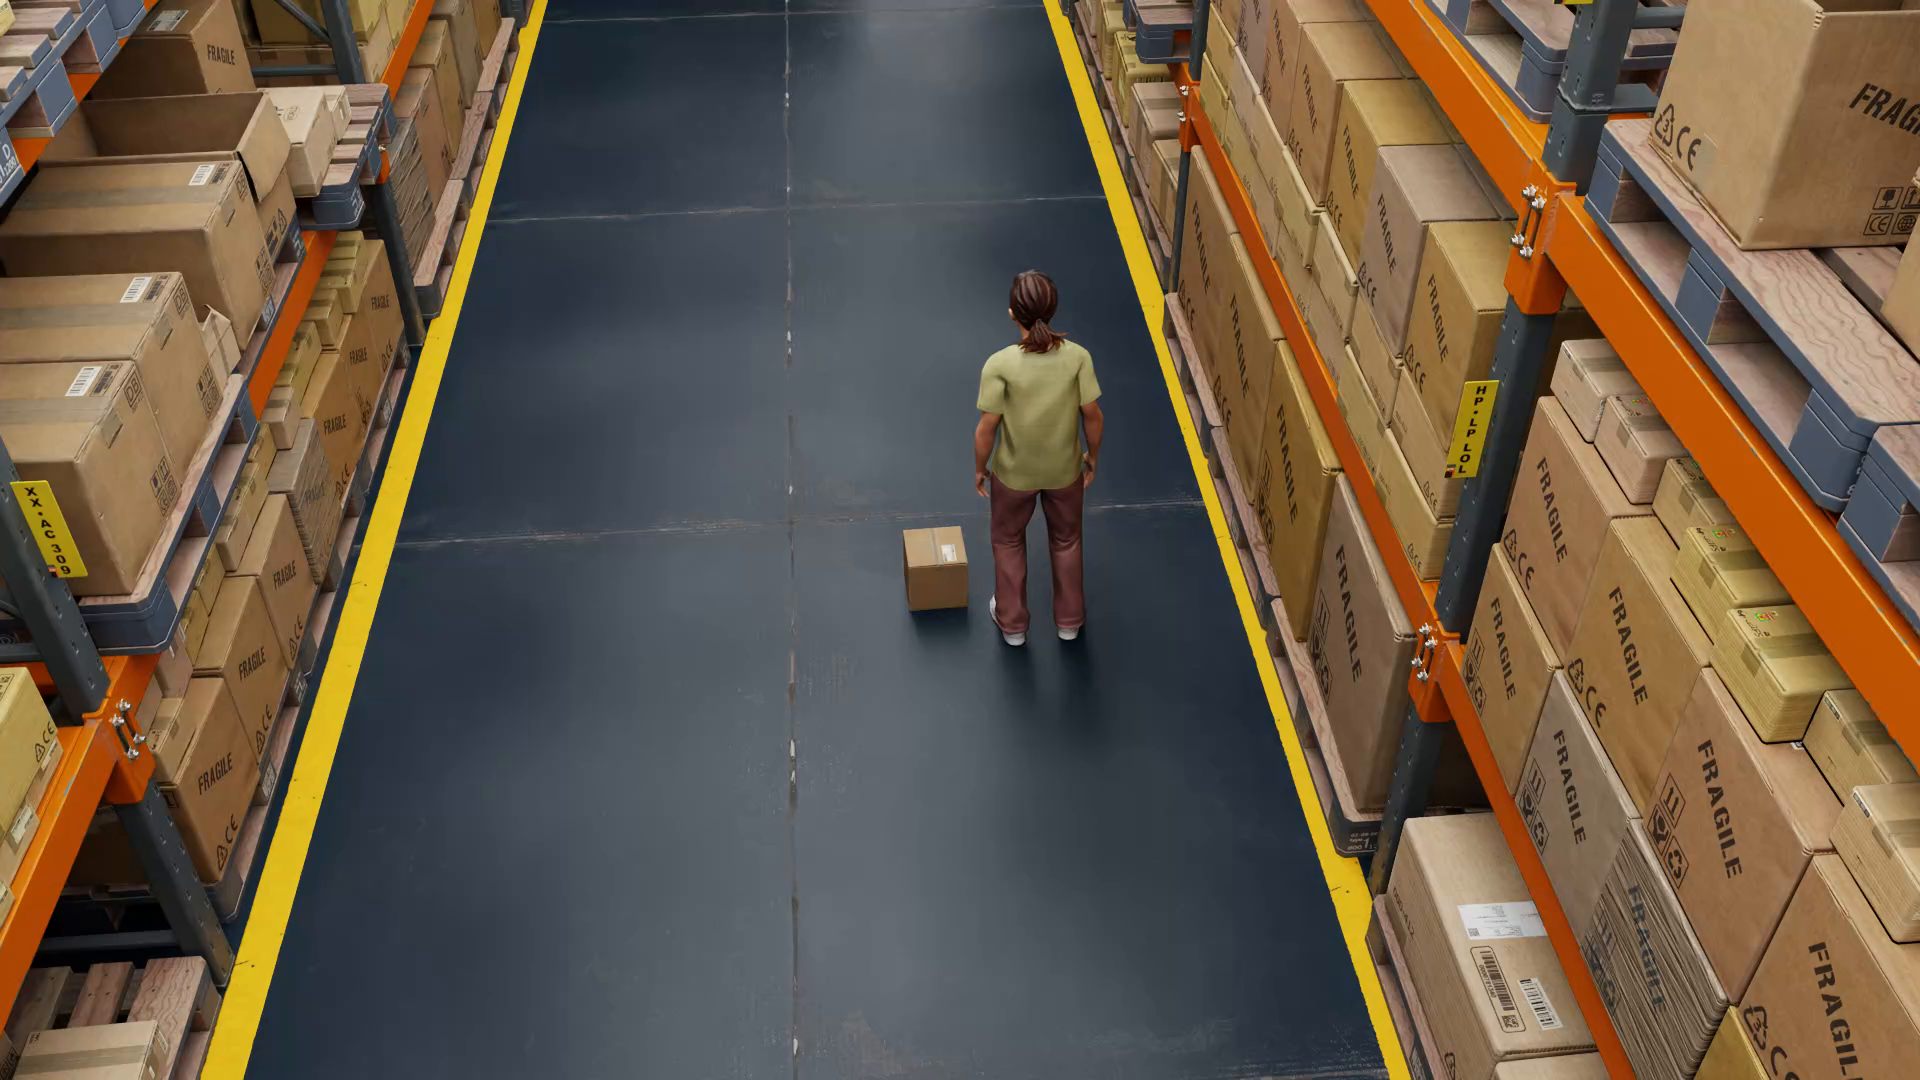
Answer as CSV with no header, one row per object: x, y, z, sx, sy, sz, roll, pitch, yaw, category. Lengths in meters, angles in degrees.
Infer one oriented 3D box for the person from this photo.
0.299,-0.286,6.506,0.512,1.671,0.358,-5,40,-6,person
